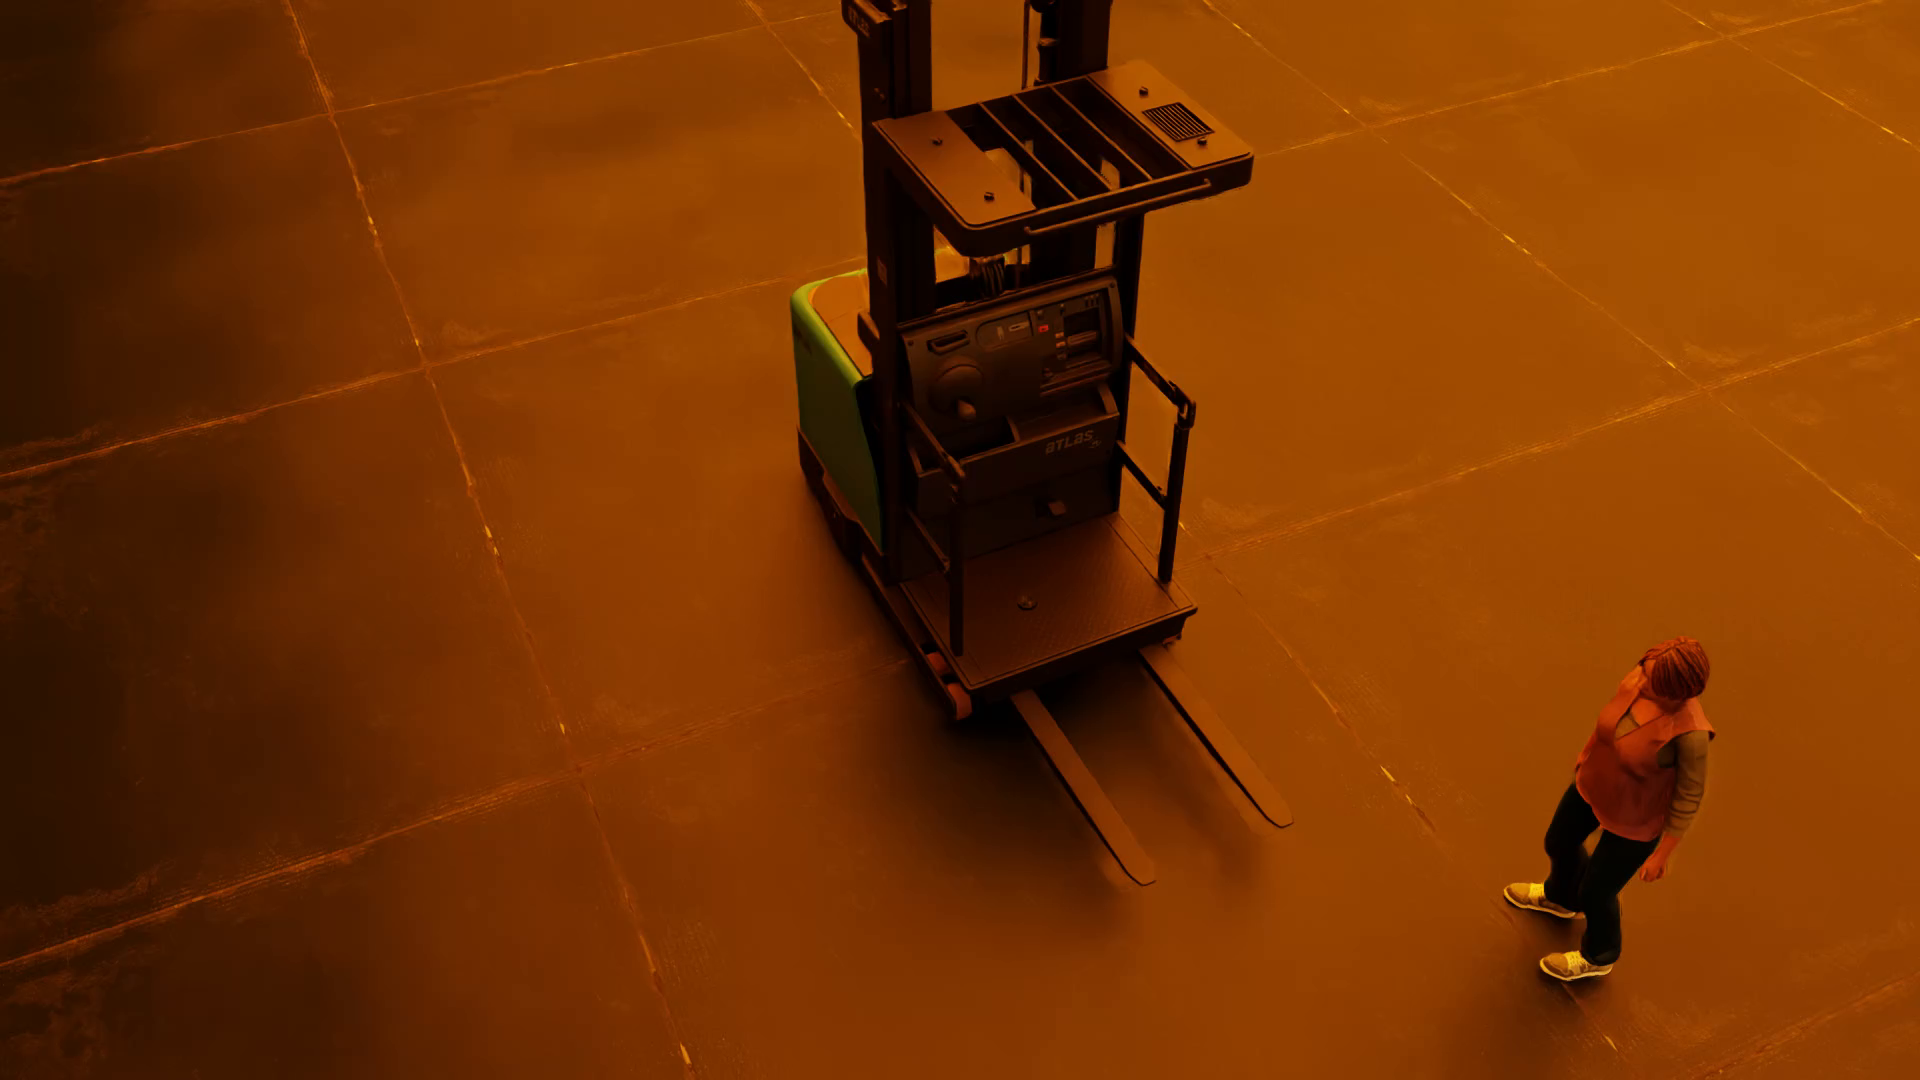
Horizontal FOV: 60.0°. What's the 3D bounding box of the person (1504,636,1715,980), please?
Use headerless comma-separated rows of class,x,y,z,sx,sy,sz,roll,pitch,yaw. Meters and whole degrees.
person,2.259,0.912,5.692,0.323,1.584,0.553,-11,44,-12

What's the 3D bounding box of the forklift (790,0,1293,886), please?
forklift,0.314,-0.660,6.387,1.130,2.935,3.031,-18,46,-19
